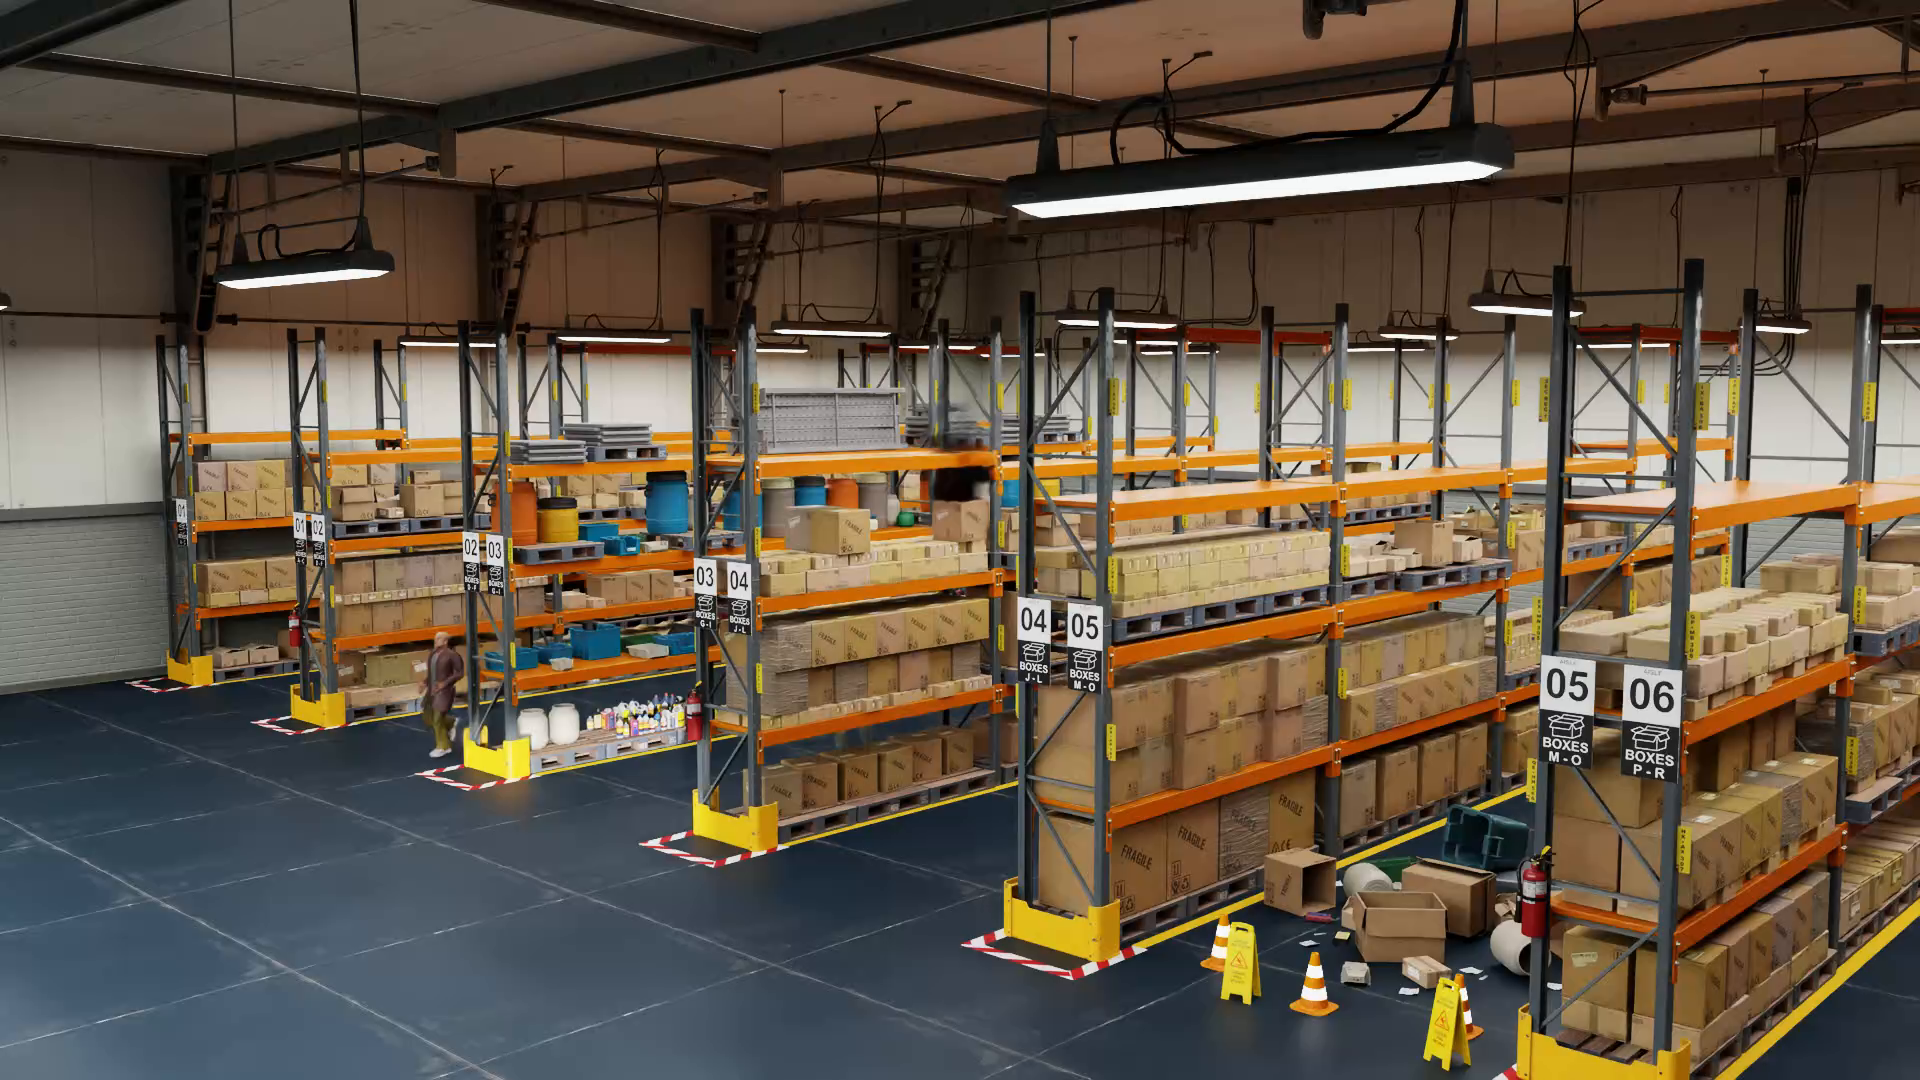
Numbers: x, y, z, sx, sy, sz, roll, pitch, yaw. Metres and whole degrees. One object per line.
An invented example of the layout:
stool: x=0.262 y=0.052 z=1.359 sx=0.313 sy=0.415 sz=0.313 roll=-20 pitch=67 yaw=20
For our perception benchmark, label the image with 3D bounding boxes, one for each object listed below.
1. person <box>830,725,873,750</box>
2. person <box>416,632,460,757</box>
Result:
person: x=-1.518 y=2.145 z=22.869 sx=0.635 sy=1.848 sz=0.787 roll=3 pitch=6 yaw=32
person: x=-7.257 y=2.137 z=23.148 sx=0.701 sy=1.735 sz=0.631 roll=3 pitch=6 yaw=32
